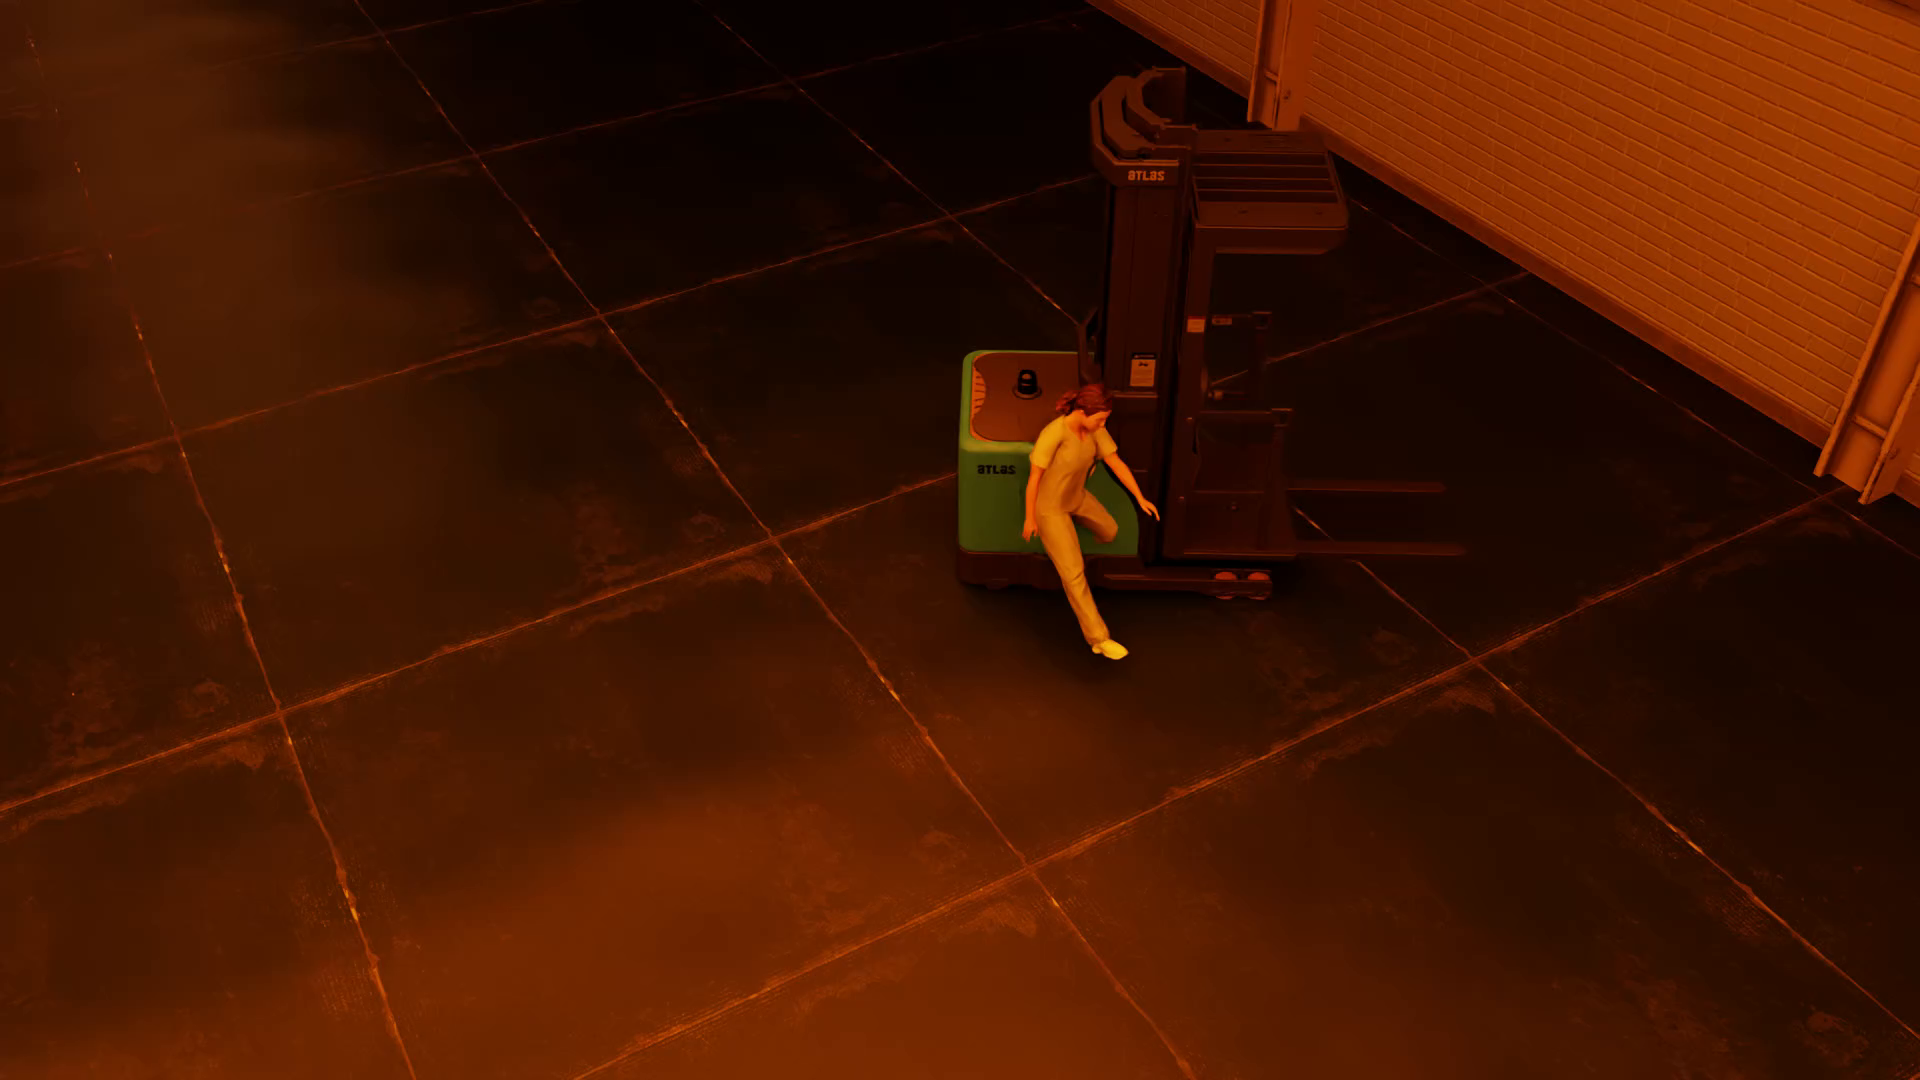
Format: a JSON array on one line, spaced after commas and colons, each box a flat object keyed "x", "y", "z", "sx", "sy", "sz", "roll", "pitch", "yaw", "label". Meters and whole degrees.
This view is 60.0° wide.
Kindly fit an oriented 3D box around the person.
[{"x": 0.784, "y": -0.178, "z": 9.293, "sx": 0.966, "sy": 1.504, "sz": 0.829, "roll": 31, "pitch": 49, "yaw": 32, "label": "person"}]

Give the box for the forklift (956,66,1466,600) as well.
[{"x": 1.506, "y": -1.119, "z": 9.385, "sx": 3.031, "sy": 2.935, "sz": 1.130, "roll": 1, "pitch": 40, "yaw": 1, "label": "forklift"}]
